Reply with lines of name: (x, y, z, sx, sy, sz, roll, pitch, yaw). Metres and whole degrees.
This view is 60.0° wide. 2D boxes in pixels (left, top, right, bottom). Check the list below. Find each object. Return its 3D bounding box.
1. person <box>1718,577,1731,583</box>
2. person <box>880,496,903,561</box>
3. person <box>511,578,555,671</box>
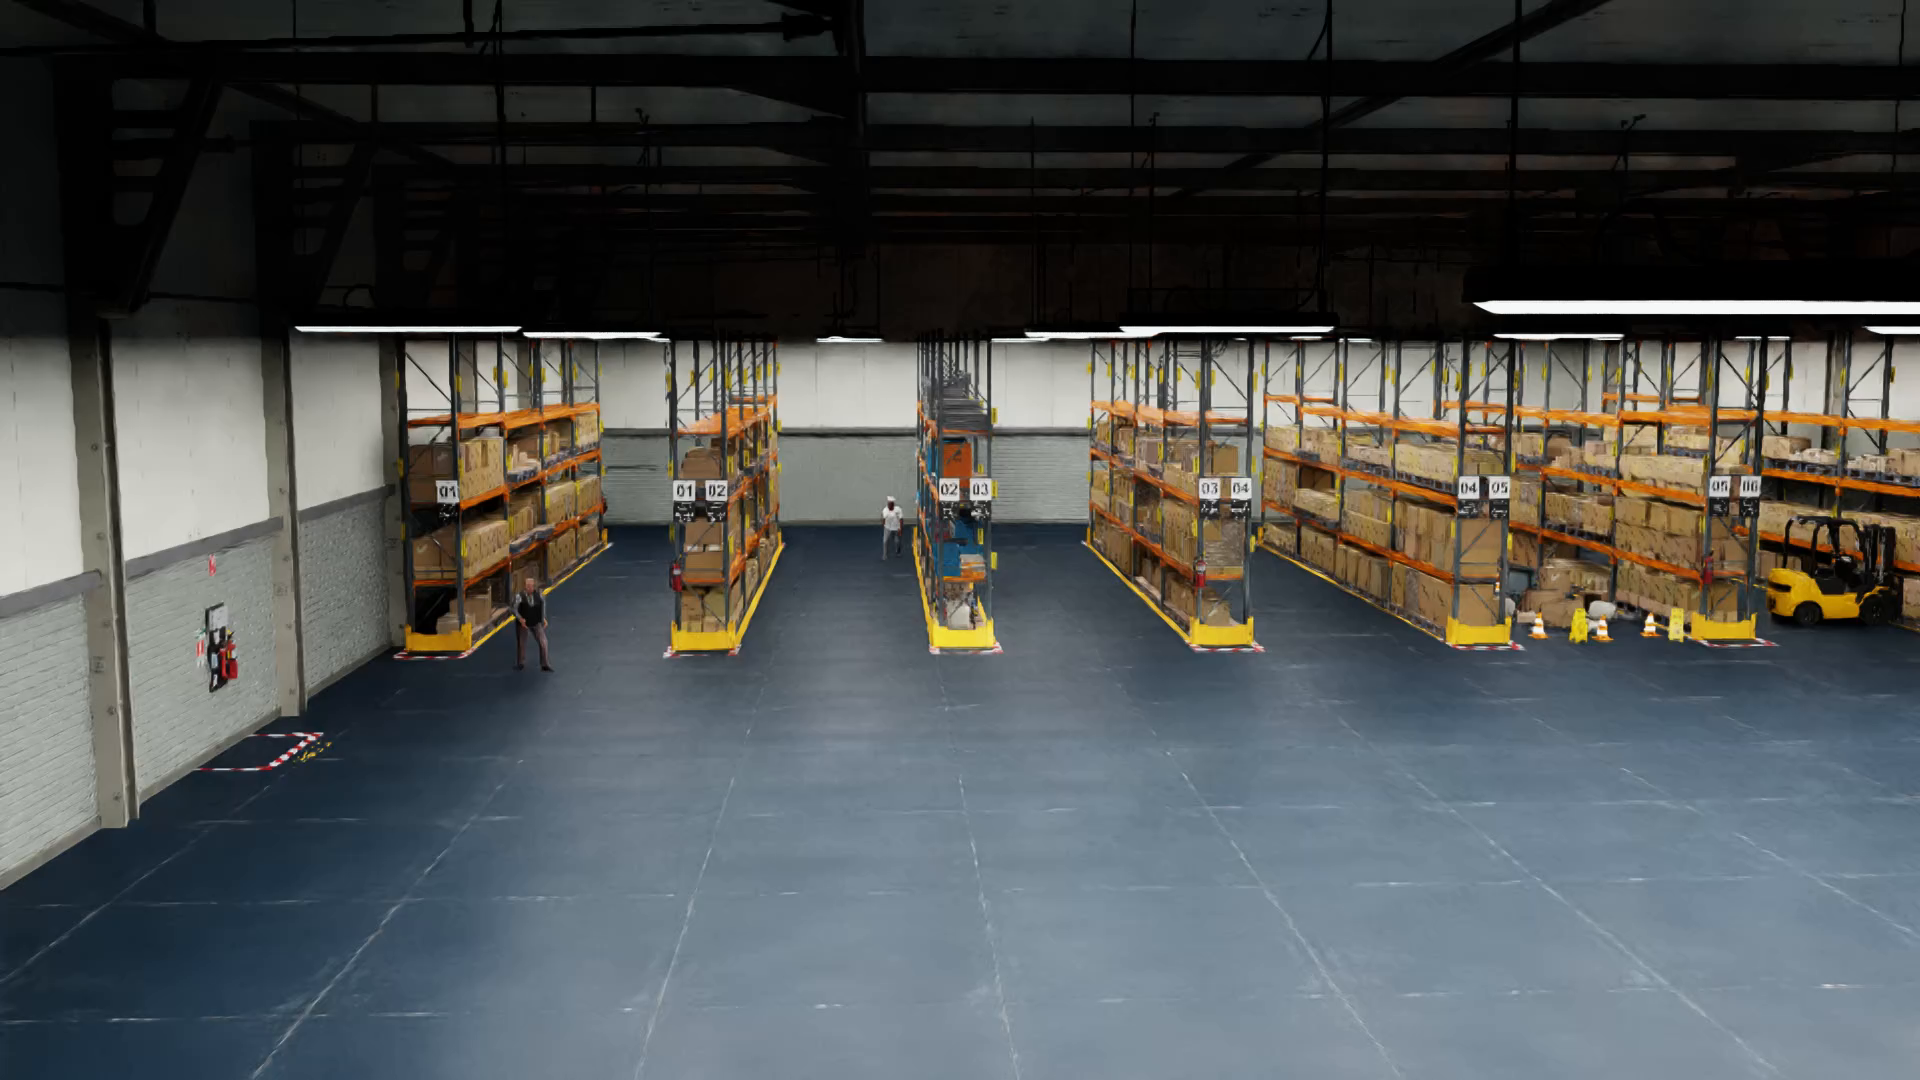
person: (16.385, 0.684, 35.737, 0.464, 1.662, 0.498, 3, 8, 27)
person: (-1.782, -0.316, 44.053, 0.576, 1.738, 0.944, 2, 7, 15)
person: (-7.521, 1.467, 29.097, 0.682, 1.660, 0.800, -3, 7, -23)
